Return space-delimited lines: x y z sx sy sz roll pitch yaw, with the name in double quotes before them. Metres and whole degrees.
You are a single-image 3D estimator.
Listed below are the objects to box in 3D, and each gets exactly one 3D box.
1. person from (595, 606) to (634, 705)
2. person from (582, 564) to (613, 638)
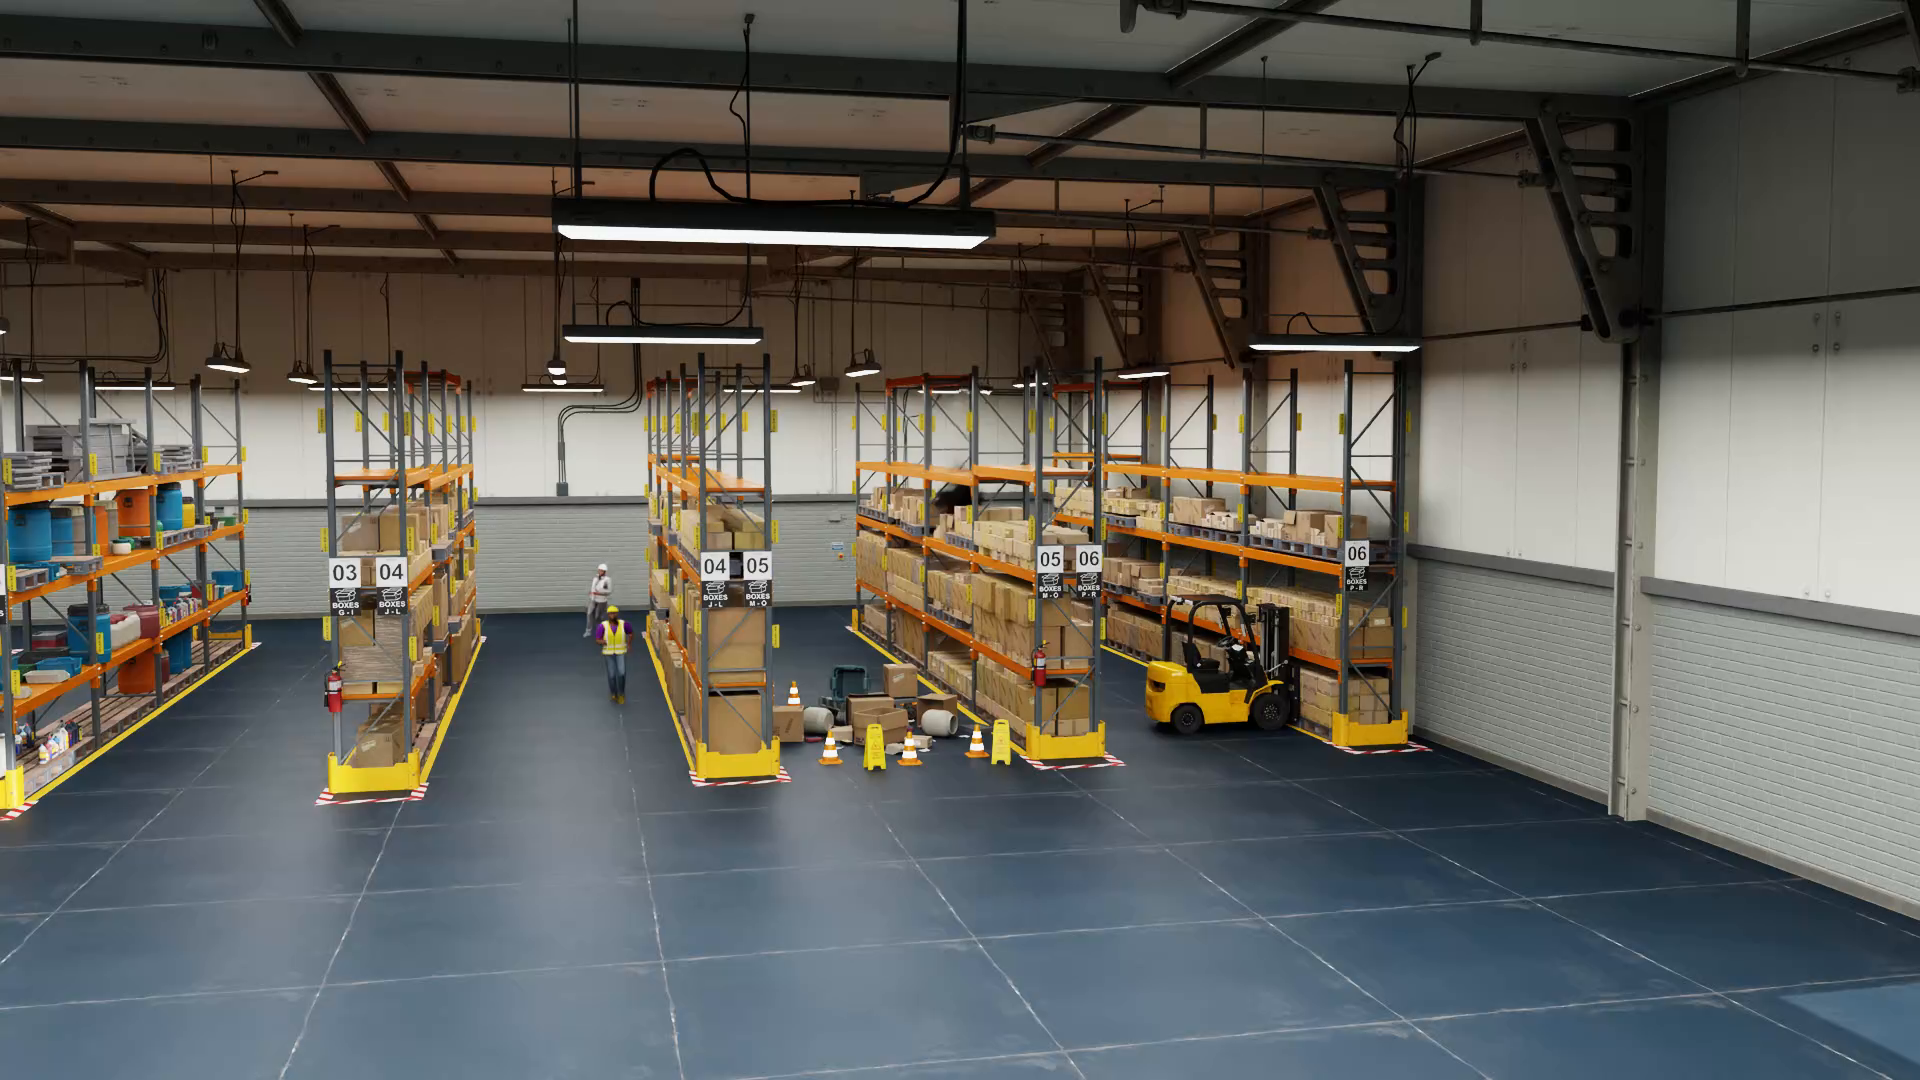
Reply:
"person" -6.172 2.065 29.723 0.671 1.793 0.722 -1 4 -11
"person" -8.465 1.422 39.259 0.686 1.733 0.809 2 5 28
